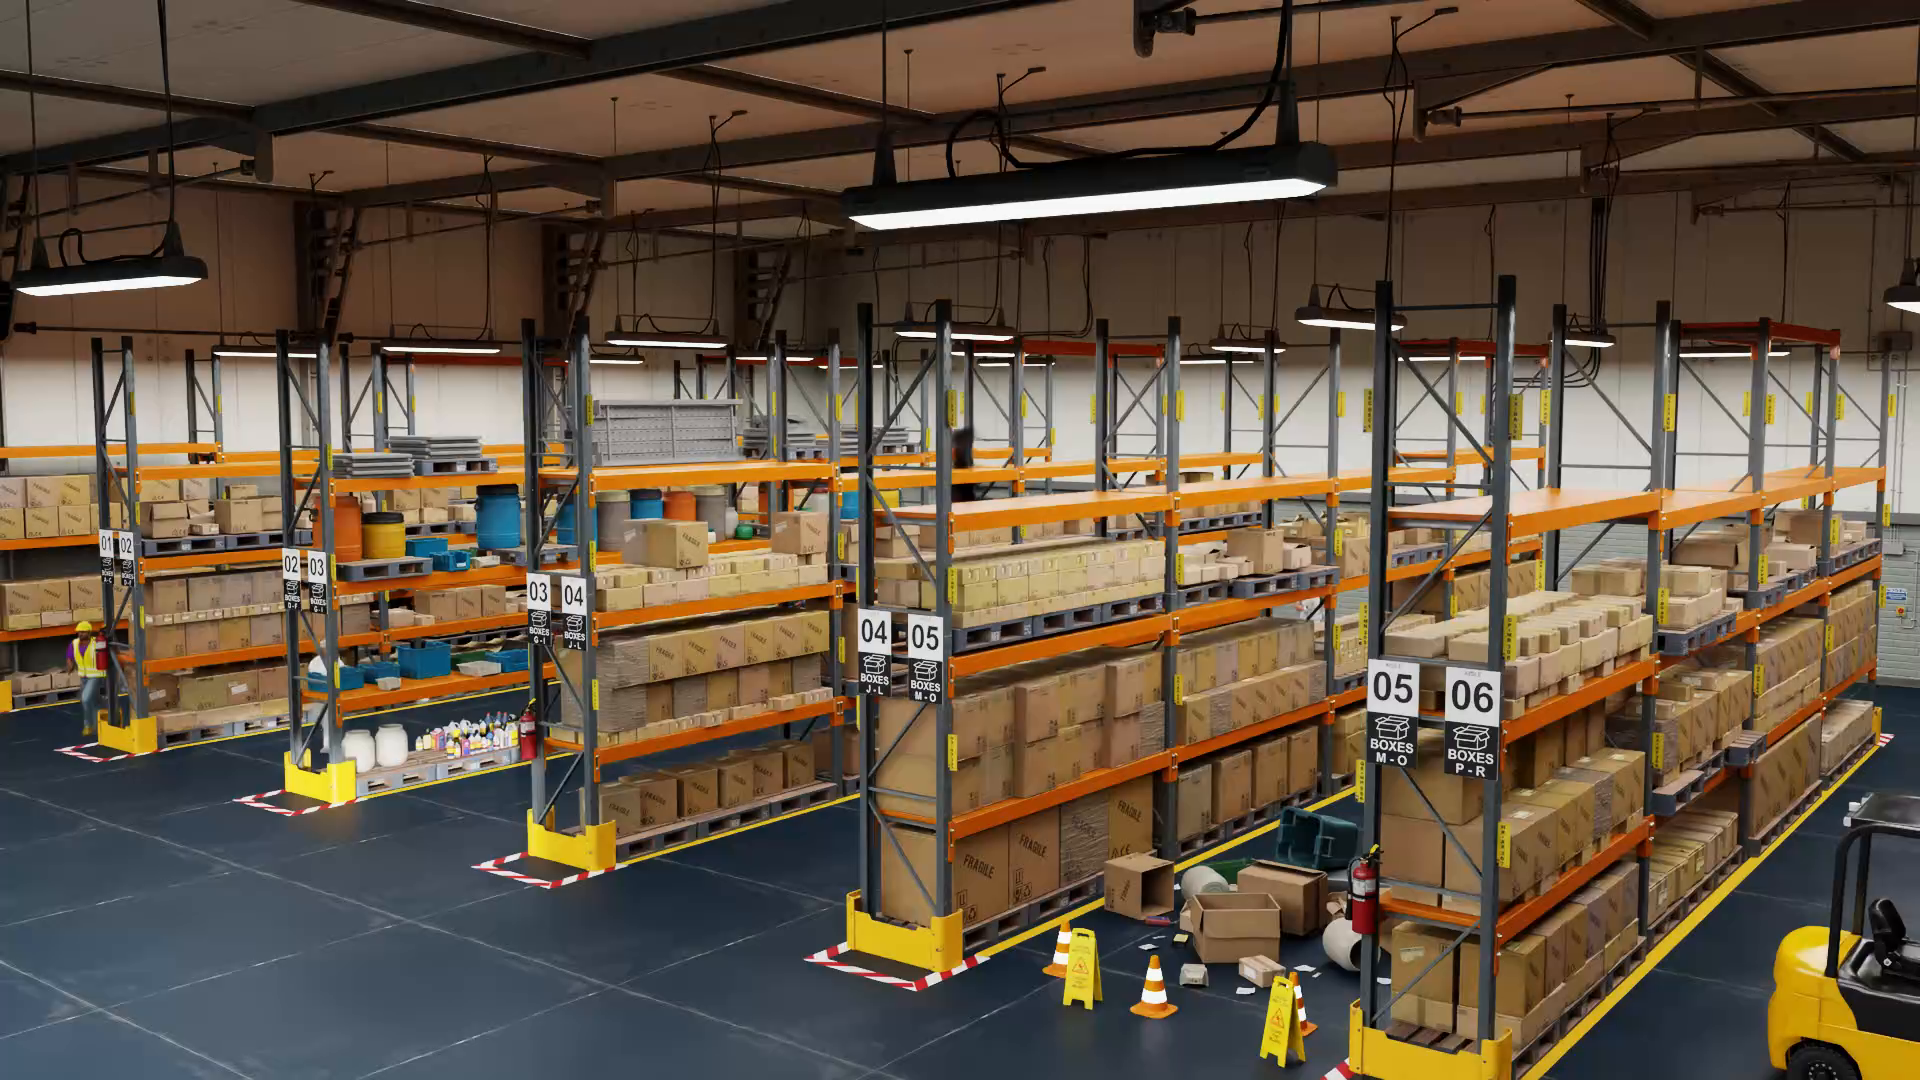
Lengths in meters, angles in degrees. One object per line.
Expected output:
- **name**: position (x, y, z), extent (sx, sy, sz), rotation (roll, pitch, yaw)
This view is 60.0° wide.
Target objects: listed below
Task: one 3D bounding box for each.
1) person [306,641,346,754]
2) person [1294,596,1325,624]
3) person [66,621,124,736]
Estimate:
- **person**: position (-9.209, 2.262, 24.237), extent (0.616, 1.621, 0.642), rotation (0, 5, 2)
- **person**: position (6.656, 1.535, 31.494), extent (0.648, 1.800, 0.803), rotation (1, 5, 7)
- **person**: position (-13.290, 2.107, 25.520), extent (0.677, 1.771, 0.891), rotation (1, 5, 14)
